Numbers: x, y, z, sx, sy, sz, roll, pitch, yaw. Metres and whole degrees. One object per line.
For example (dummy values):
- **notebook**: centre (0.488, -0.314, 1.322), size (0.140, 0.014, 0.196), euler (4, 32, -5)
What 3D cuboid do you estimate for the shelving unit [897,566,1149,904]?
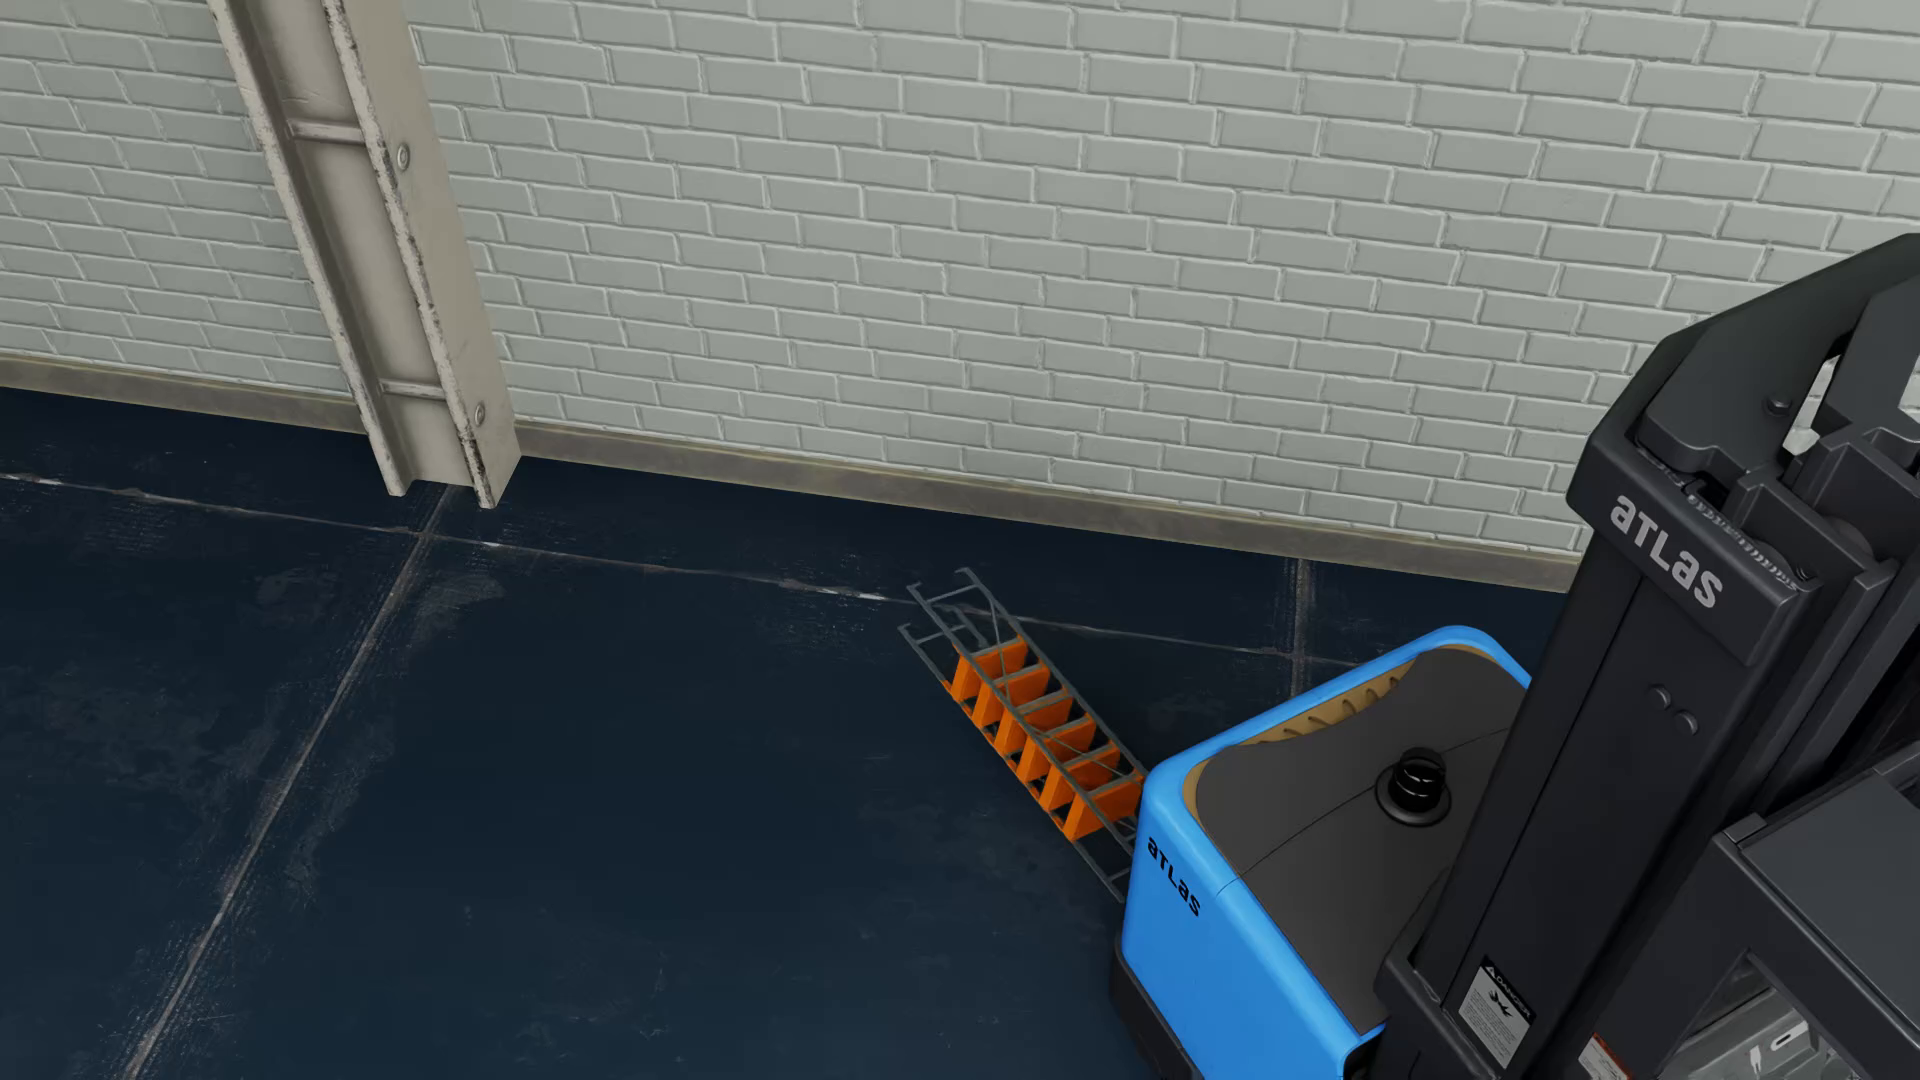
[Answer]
- **shelving unit**: centre (0.242, 0.561, 5.068), size (0.258, 0.189, 1.200), euler (-17, 50, -32)

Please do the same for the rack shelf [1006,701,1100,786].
- **rack shelf**: centre (0.283, 0.608, 5.026), size (0.258, 0.180, 0.103), euler (-17, 50, -32)

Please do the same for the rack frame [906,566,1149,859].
- **rack frame**: centre (0.259, 0.494, 5.009), size (0.240, 0.006, 1.200), euler (-17, 50, -32)

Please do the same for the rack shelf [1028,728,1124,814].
- **rack shelf**: centre (0.350, 0.684, 4.960), size (0.258, 0.180, 0.103), euler (-17, 50, -32)

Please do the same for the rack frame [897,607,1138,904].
- **rack frame**: centre (0.224, 0.629, 5.127), size (0.240, 0.006, 1.200), euler (-17, 50, -32)

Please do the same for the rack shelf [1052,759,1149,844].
- **rack shelf**: centre (0.416, 0.759, 4.894), size (0.258, 0.180, 0.103), euler (-17, 50, -32)

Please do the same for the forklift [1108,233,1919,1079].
- **forklift**: centre (1.558, 1.061, 2.826), size (1.130, 2.935, 3.031), euler (-22, 52, -19)

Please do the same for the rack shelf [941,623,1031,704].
- **rack shelf**: centre (0.084, 0.383, 5.224), size (0.258, 0.180, 0.103), euler (-17, 50, -32)

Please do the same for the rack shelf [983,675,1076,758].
- **rack shelf**: centre (0.217, 0.533, 5.092), size (0.258, 0.180, 0.103), euler (-17, 50, -32)

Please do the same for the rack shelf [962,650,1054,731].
- **rack shelf**: centre (0.151, 0.458, 5.158), size (0.258, 0.180, 0.103), euler (-17, 50, -32)
